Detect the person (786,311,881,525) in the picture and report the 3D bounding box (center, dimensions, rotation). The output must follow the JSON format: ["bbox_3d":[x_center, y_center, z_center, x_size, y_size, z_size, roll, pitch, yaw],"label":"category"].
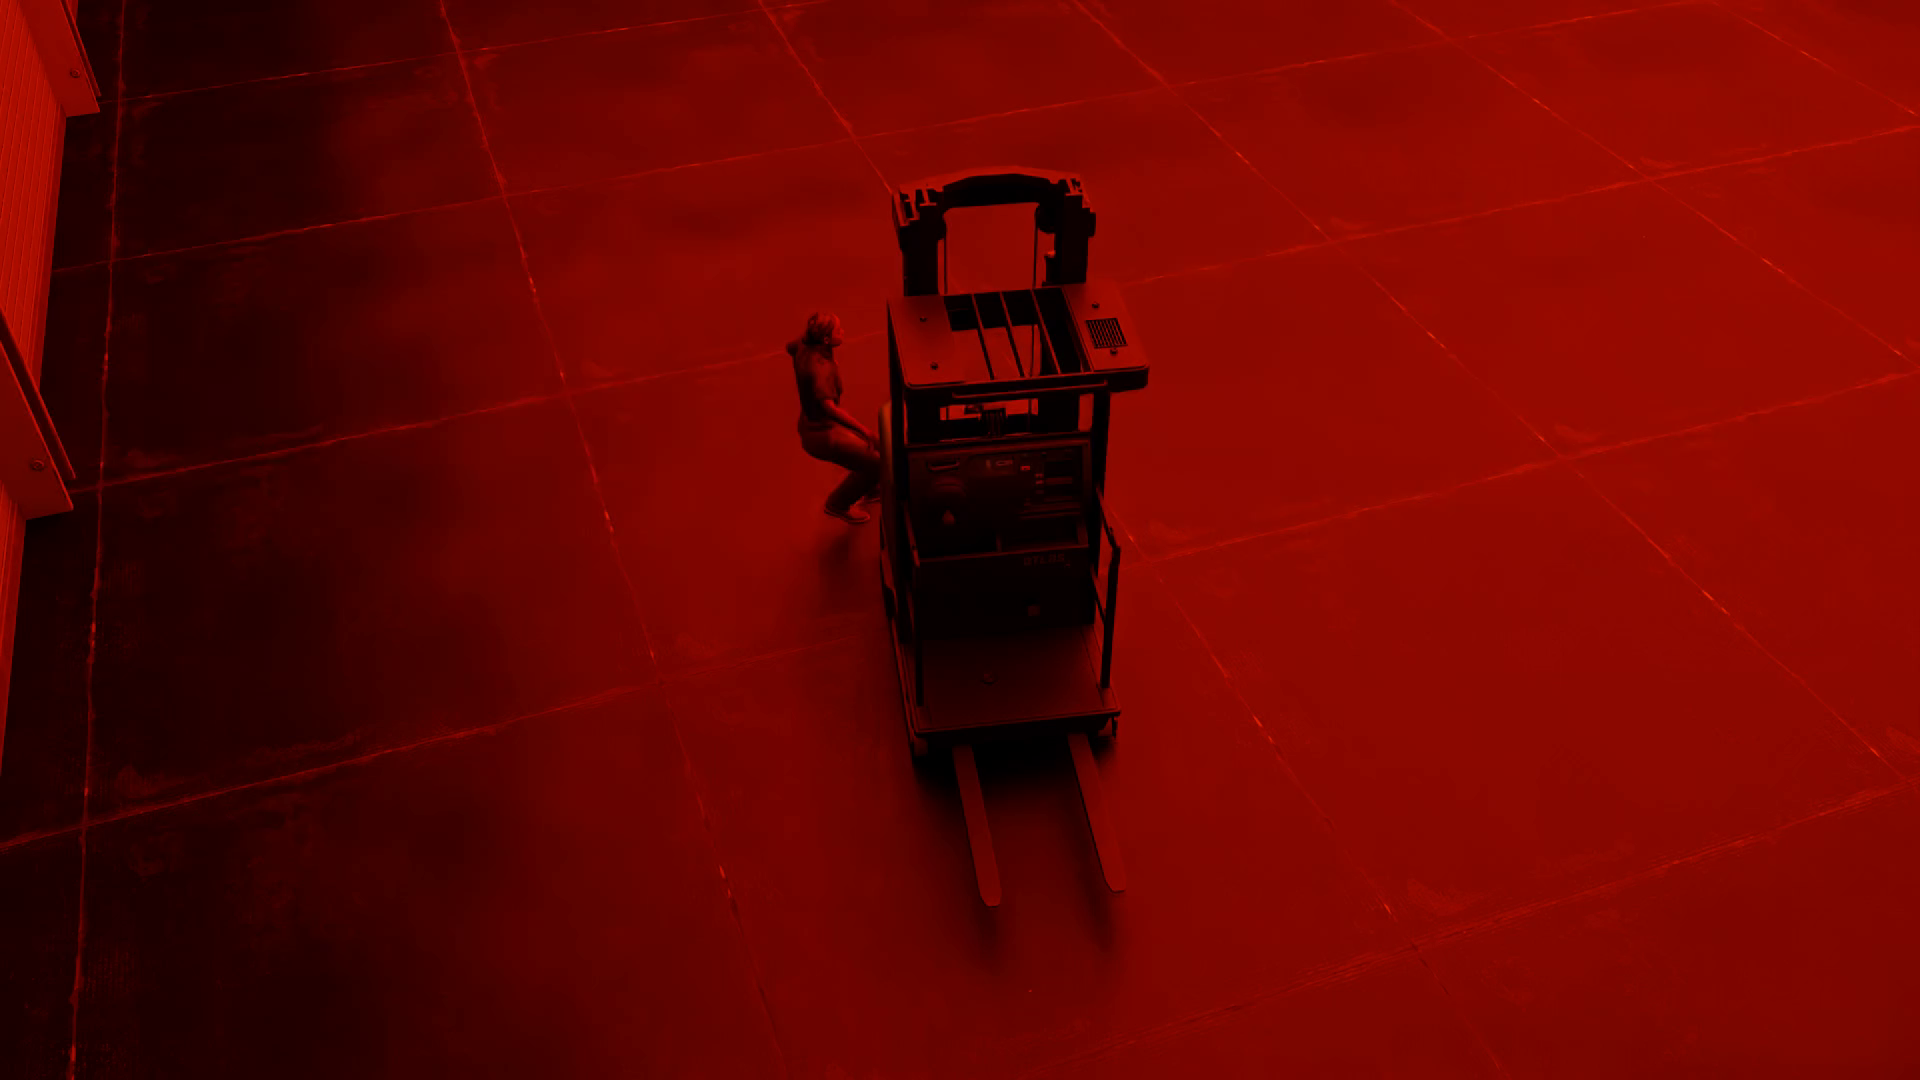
[{"bbox_3d":[-0.624,-0.738,9.955,0.693,1.534,0.946,-9,41,-10],"label":"person"}]

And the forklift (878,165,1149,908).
[{"bbox_3d":[0.238,-0.209,8.246,1.130,2.935,3.031,-5,40,-6],"label":"forklift"}]
